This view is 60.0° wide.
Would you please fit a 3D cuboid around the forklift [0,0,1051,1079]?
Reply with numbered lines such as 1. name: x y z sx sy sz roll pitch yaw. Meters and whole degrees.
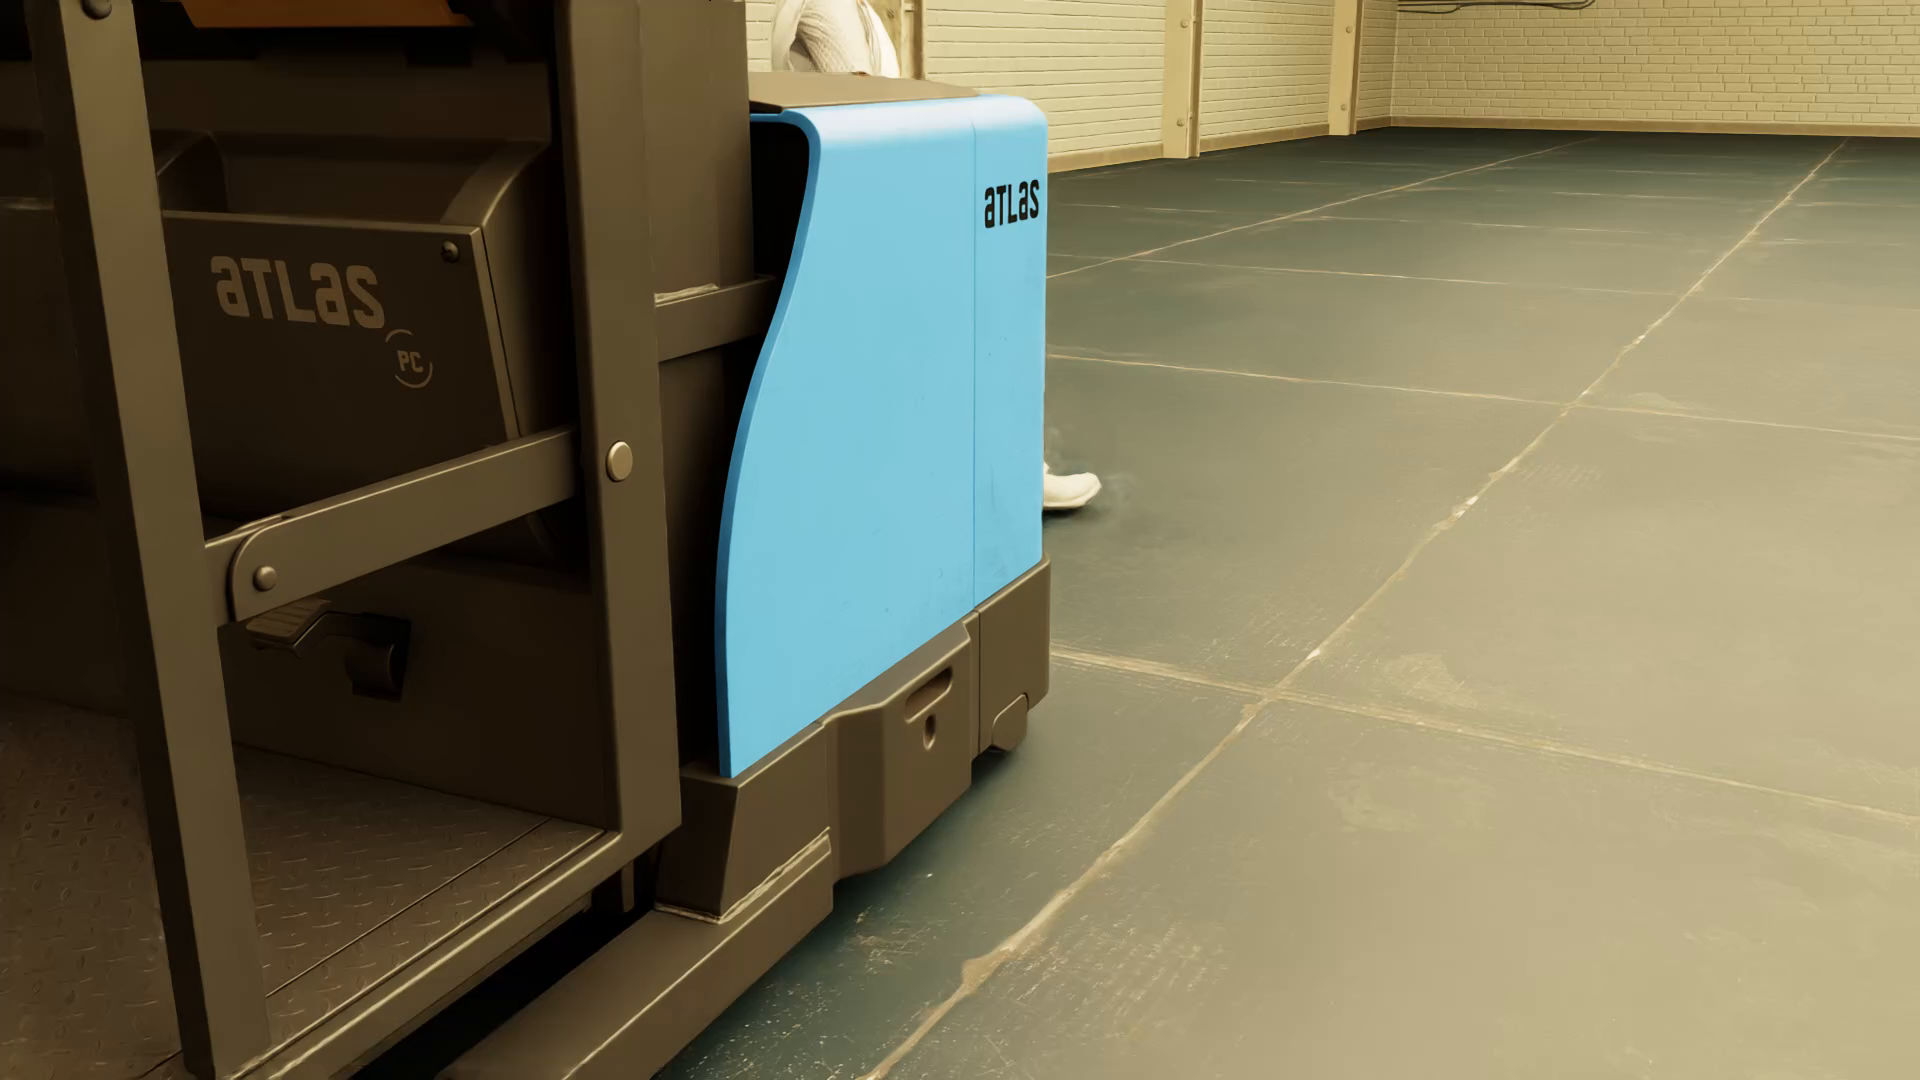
1. forklift: -0.926 -0.768 1.459 1.130 2.935 3.031 8 18 24

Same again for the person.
1. person: -0.180 -0.919 4.403 0.982 1.617 1.077 -2 17 -8
